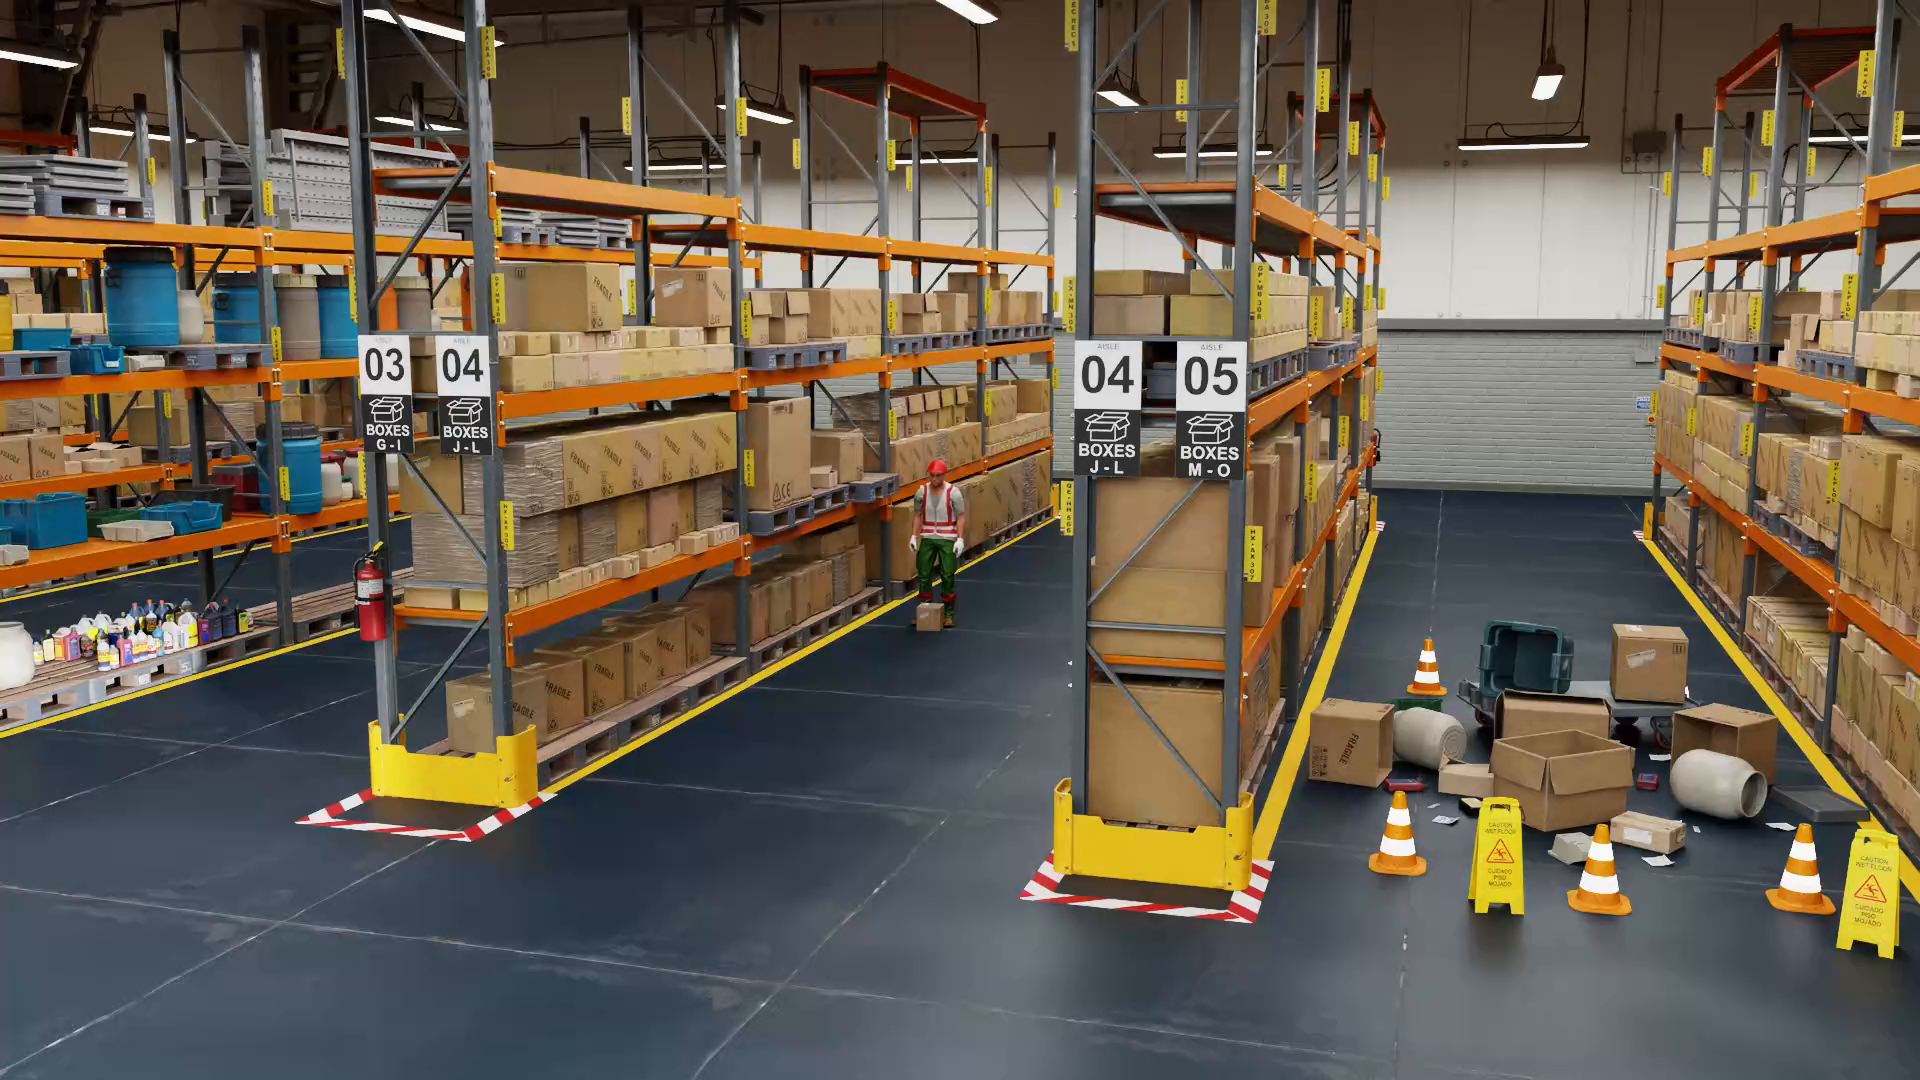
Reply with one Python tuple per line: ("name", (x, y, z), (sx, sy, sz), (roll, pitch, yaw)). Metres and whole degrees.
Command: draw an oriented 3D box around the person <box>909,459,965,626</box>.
("person", (-0.246, 0.024, 17.614), (0.604, 1.778, 0.453), (2, 9, 16))
